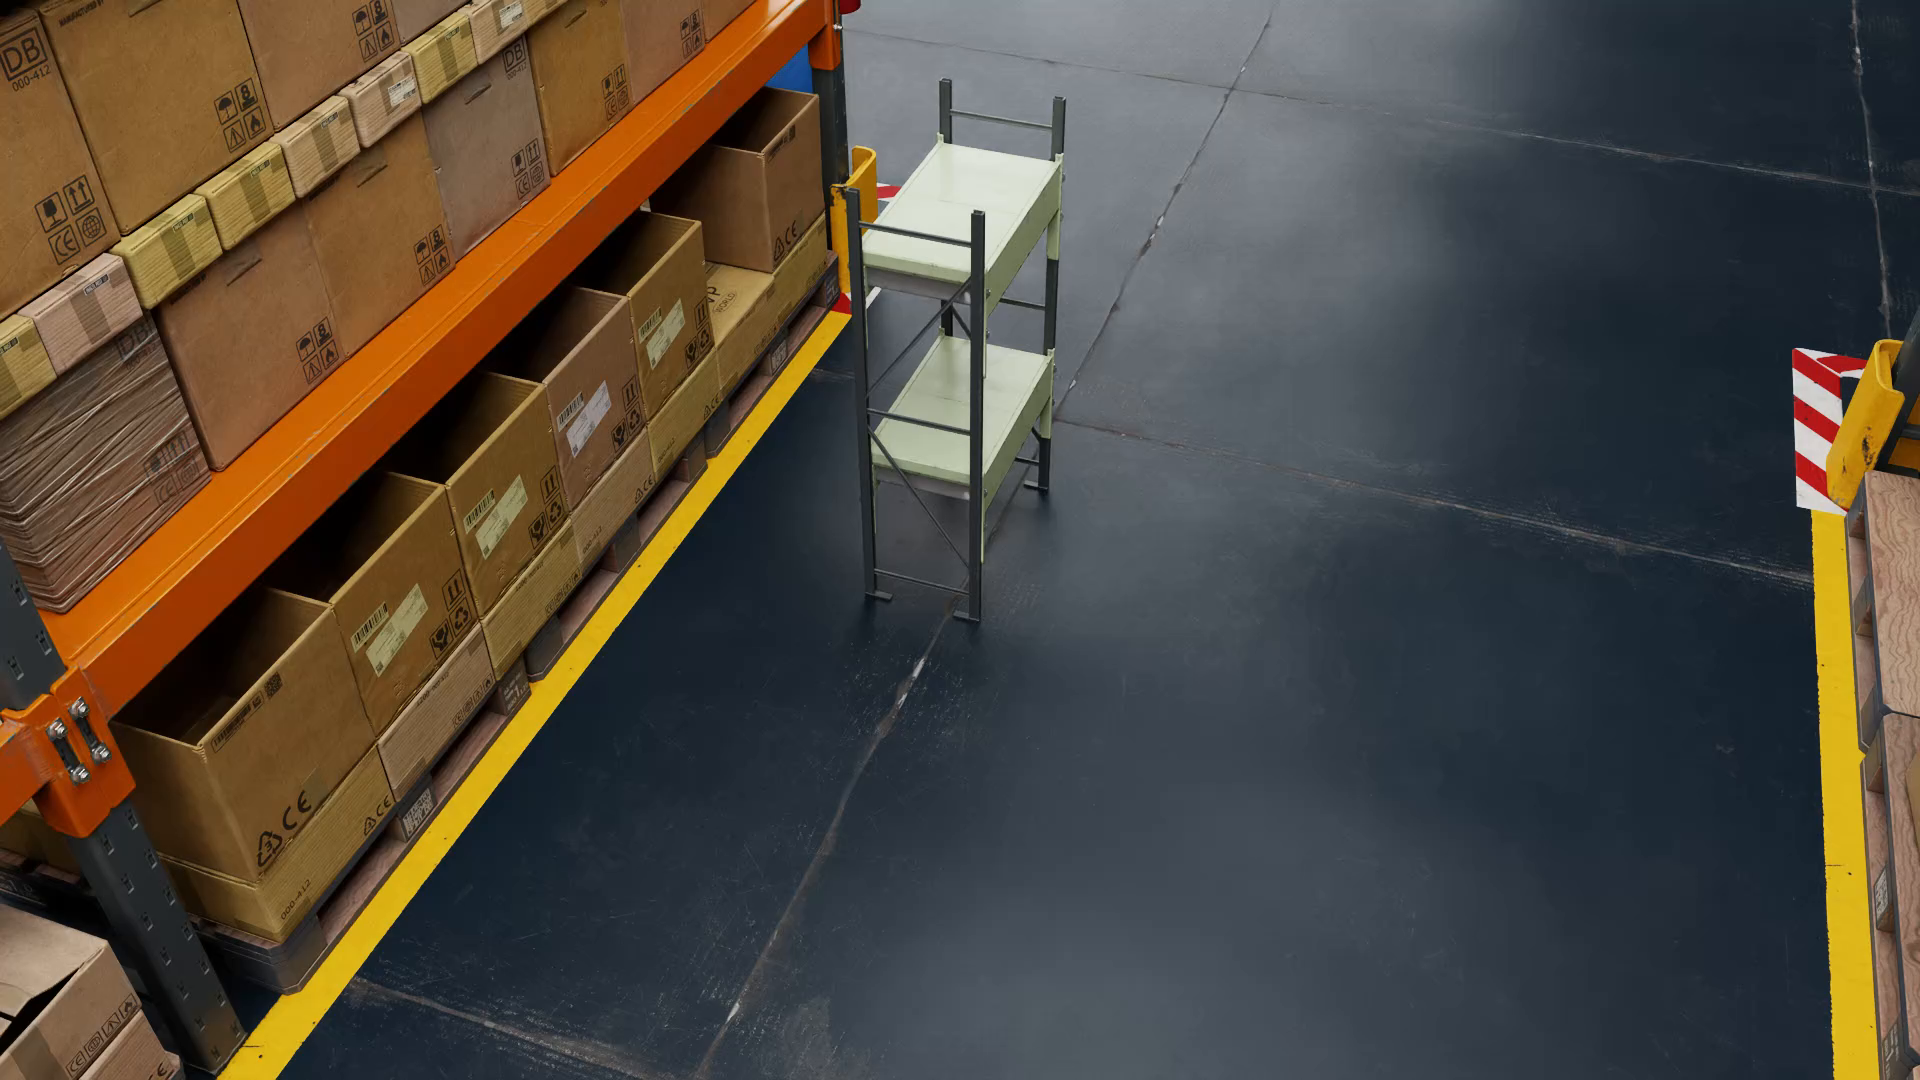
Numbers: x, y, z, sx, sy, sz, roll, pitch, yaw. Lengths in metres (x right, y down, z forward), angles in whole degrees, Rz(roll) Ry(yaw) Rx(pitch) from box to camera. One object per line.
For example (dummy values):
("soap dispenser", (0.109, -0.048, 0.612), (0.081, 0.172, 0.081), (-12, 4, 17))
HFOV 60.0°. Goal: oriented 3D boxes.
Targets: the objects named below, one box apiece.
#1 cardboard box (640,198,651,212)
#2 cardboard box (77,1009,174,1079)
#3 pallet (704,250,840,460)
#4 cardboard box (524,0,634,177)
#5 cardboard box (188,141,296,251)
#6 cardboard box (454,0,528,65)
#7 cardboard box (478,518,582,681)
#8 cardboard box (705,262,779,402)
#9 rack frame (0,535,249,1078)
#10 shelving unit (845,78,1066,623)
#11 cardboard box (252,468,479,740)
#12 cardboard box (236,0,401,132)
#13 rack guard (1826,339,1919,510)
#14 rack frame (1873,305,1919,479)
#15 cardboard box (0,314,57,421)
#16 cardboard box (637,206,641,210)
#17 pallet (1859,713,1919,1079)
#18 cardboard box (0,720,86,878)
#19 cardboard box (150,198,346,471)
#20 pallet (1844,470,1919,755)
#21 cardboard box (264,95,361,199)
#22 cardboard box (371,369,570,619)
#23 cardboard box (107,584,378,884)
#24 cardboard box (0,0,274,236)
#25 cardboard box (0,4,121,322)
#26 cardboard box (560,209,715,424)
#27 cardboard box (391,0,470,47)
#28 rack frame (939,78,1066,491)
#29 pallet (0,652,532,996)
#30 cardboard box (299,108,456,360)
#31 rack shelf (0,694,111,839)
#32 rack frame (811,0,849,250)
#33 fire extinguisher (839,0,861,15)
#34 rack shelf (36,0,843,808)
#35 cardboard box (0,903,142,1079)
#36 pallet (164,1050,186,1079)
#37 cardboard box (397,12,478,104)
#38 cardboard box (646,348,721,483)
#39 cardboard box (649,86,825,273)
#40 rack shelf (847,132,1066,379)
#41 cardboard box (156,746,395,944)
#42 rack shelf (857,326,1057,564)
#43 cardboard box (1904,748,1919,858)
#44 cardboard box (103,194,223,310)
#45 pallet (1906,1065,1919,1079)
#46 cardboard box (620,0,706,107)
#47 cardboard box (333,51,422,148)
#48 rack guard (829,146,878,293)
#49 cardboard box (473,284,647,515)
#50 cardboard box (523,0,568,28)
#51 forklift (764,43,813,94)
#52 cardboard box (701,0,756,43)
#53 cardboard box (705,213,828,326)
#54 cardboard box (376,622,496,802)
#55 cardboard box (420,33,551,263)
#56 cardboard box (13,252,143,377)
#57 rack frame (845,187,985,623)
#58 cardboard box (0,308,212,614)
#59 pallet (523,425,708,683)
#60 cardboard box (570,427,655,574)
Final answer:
("cardboard box", (-1.336, -1.218, 6.661), (0.500, 0.250, 0.500), (13, 42, 15))
("cardboard box", (-2.181, 1.262, 3.755), (0.500, 0.250, 0.500), (13, 42, 15))
("pallet", (-1.166, -0.845, 6.578), (1.003, 0.211, 1.213), (13, 42, 15))
("cardboard box", (-1.466, -1.515, 5.137), (0.700, 0.500, 0.500), (14, 42, 15))
("cardboard box", (-1.777, -0.819, 3.822), (0.380, 0.149, 0.250), (13, 42, 15))
("cardboard box", (-1.424, -1.444, 4.555), (0.380, 0.149, 0.250), (13, 42, 14))
("cardboard box", (-1.517, 0.121, 5.092), (0.500, 0.250, 0.500), (13, 42, 15))
("cardboard box", (-1.009, -0.795, 6.166), (0.500, 0.250, 0.500), (13, 42, 15))
("rack frame", (-2.312, 0.058, 3.371), (1.000, 3.000, 0.127), (13, 42, 15))
("shelving unit", (0.002, -0.575, 5.268), (0.431, 1.500, 0.755), (13, 42, 15))
("cardboard box", (-1.695, 0.139, 4.493), (0.500, 0.500, 0.500), (13, 42, 15))
("cardboard box", (-1.822, -1.359, 3.956), (0.700, 0.500, 0.500), (13, 42, 15))
("rack guard", (3.687, -0.287, 5.701), (1.175, 0.500, 0.348), (13, 42, 15))
("rack frame", (3.713, -1.284, 4.944), (1.000, 3.000, 0.127), (13, 42, 15))
("cardboard box", (-2.038, -0.348, 3.270), (0.380, 0.149, 0.250), (13, 42, 15))
("cardboard box", (-1.505, -1.197, 6.060), (0.500, 0.500, 0.500), (13, 42, 15))
("pallet", (2.957, 1.052, 4.354), (1.003, 0.211, 1.213), (13, 42, 15))
("cardboard box", (-2.358, 0.613, 4.515), (0.500, 0.250, 0.500), (13, 42, 15))
("cardboard box", (-1.992, -0.575, 4.036), (0.700, 0.500, 0.500), (13, 42, 15))
("pallet", (3.376, 0.310, 5.223), (1.003, 0.211, 1.213), (13, 42, 15))
("cardboard box", (-1.689, -0.971, 4.000), (0.380, 0.149, 0.250), (12, 42, 14))
("cardboard box", (-1.517, -0.164, 4.849), (0.500, 0.500, 0.500), (13, 42, 15))
("cardboard box", (-1.859, 0.446, 4.134), (0.500, 0.500, 0.500), (13, 42, 15))
("cardboard box", (-1.994, -1.054, 3.598), (0.700, 0.500, 0.500), (13, 42, 15))
("cardboard box", (-2.166, -0.745, 3.236), (0.700, 0.500, 0.500), (13, 42, 15))
("cardboard box", (-1.176, -0.774, 5.564), (0.500, 0.500, 0.500), (13, 42, 15))
("cardboard box", (-1.651, -1.664, 4.312), (0.700, 0.500, 0.500), (13, 42, 15))
("rack frame", (0.127, -0.798, 5.530), (0.400, 1.500, 0.023), (13, 42, 15))
("pallet", (-2.000, 0.643, 4.833), (1.003, 0.211, 1.213), (13, 42, 15))
("cardboard box", (-1.816, -0.880, 4.394), (0.700, 0.500, 0.500), (14, 42, 16))
("rack shelf", (-2.996, 1.552, 2.174), (1.077, 0.370, 4.000), (13, 42, 15))
("rack frame", (-0.944, -2.382, 6.230), (1.000, 3.000, 0.127), (13, 42, 15))
("fire extinguisher", (-0.467, -2.321, 6.219), (0.296, 0.674, 0.183), (13, 42, 15))
("rack shelf", (-1.628, -0.888, 5.034), (1.077, 0.370, 4.000), (13, 42, 15))
("cardboard box", (-2.181, 1.042, 3.581), (0.500, 0.311, 0.500), (13, 42, 15))
("pallet", (-2.527, 1.577, 3.739), (1.003, 0.211, 1.213), (13, 42, 15))
("cardboard box", (-1.511, -1.293, 4.378), (0.380, 0.149, 0.250), (13, 42, 15))
("cardboard box", (-1.179, -0.490, 5.808), (0.500, 0.250, 0.500), (13, 42, 15))
("cardboard box", (-0.848, -1.387, 6.282), (0.500, 0.500, 0.500), (13, 42, 15))
("rack shelf", (0.002, -0.872, 5.015), (0.431, 0.370, 0.720), (13, 42, 15))
("cardboard box", (-1.868, 0.729, 4.380), (0.500, 0.250, 0.500), (13, 42, 15))
("rack shelf", (0.002, -0.327, 5.480), (0.431, 0.370, 0.720), (13, 42, 15))
("cardboard box", (2.899, 0.685, 4.223), (0.700, 0.500, 0.500), (11, 42, 12))
("cardboard box", (-1.865, -0.659, 3.634), (0.380, 0.149, 0.250), (12, 42, 14))
("pallet", (2.541, 1.799, 3.479), (1.003, 0.211, 1.213), (13, 42, 15))
("cardboard box", (-1.291, -1.816, 5.491), (0.700, 0.500, 0.500), (14, 43, 16))
("cardboard box", (-1.601, -1.134, 4.192), (0.380, 0.149, 0.250), (12, 42, 14))
("rack guard", (-0.936, -1.445, 7.059), (1.175, 0.500, 0.348), (13, 42, 15))
("cardboard box", (-1.348, -0.470, 5.206), (0.500, 0.500, 0.500), (13, 42, 15))
("cardboard box", (-1.337, -1.601, 4.739), (0.380, 0.149, 0.250), (14, 43, 16))
("forklift", (-2.186, -3.037, 7.051), (3.031, 2.935, 1.130), (-4, 41, -5))
("cardboard box", (-1.115, -2.138, 5.867), (0.700, 0.500, 0.500), (13, 42, 15))
("cardboard box", (-0.850, -1.103, 6.526), (0.500, 0.250, 0.500), (13, 42, 15))
("cardboard box", (-1.692, 0.425, 4.736), (0.500, 0.250, 0.500), (13, 42, 15))
("cardboard box", (-1.642, -1.193, 4.760), (0.700, 0.500, 0.500), (15, 43, 16))
("cardboard box", (-1.952, -0.501, 3.449), (0.380, 0.149, 0.250), (14, 42, 16))
("rack frame", (-0.123, -0.351, 5.006), (0.400, 1.500, 0.023), (13, 42, 15))
("cardboard box", (-2.166, -0.252, 3.657), (0.700, 0.500, 0.500), (12, 42, 14))
("pallet", (-1.585, -0.103, 5.709), (1.003, 0.211, 1.213), (13, 42, 15))
("cardboard box", (-1.351, -0.185, 5.451), (0.500, 0.250, 0.500), (13, 42, 15))
